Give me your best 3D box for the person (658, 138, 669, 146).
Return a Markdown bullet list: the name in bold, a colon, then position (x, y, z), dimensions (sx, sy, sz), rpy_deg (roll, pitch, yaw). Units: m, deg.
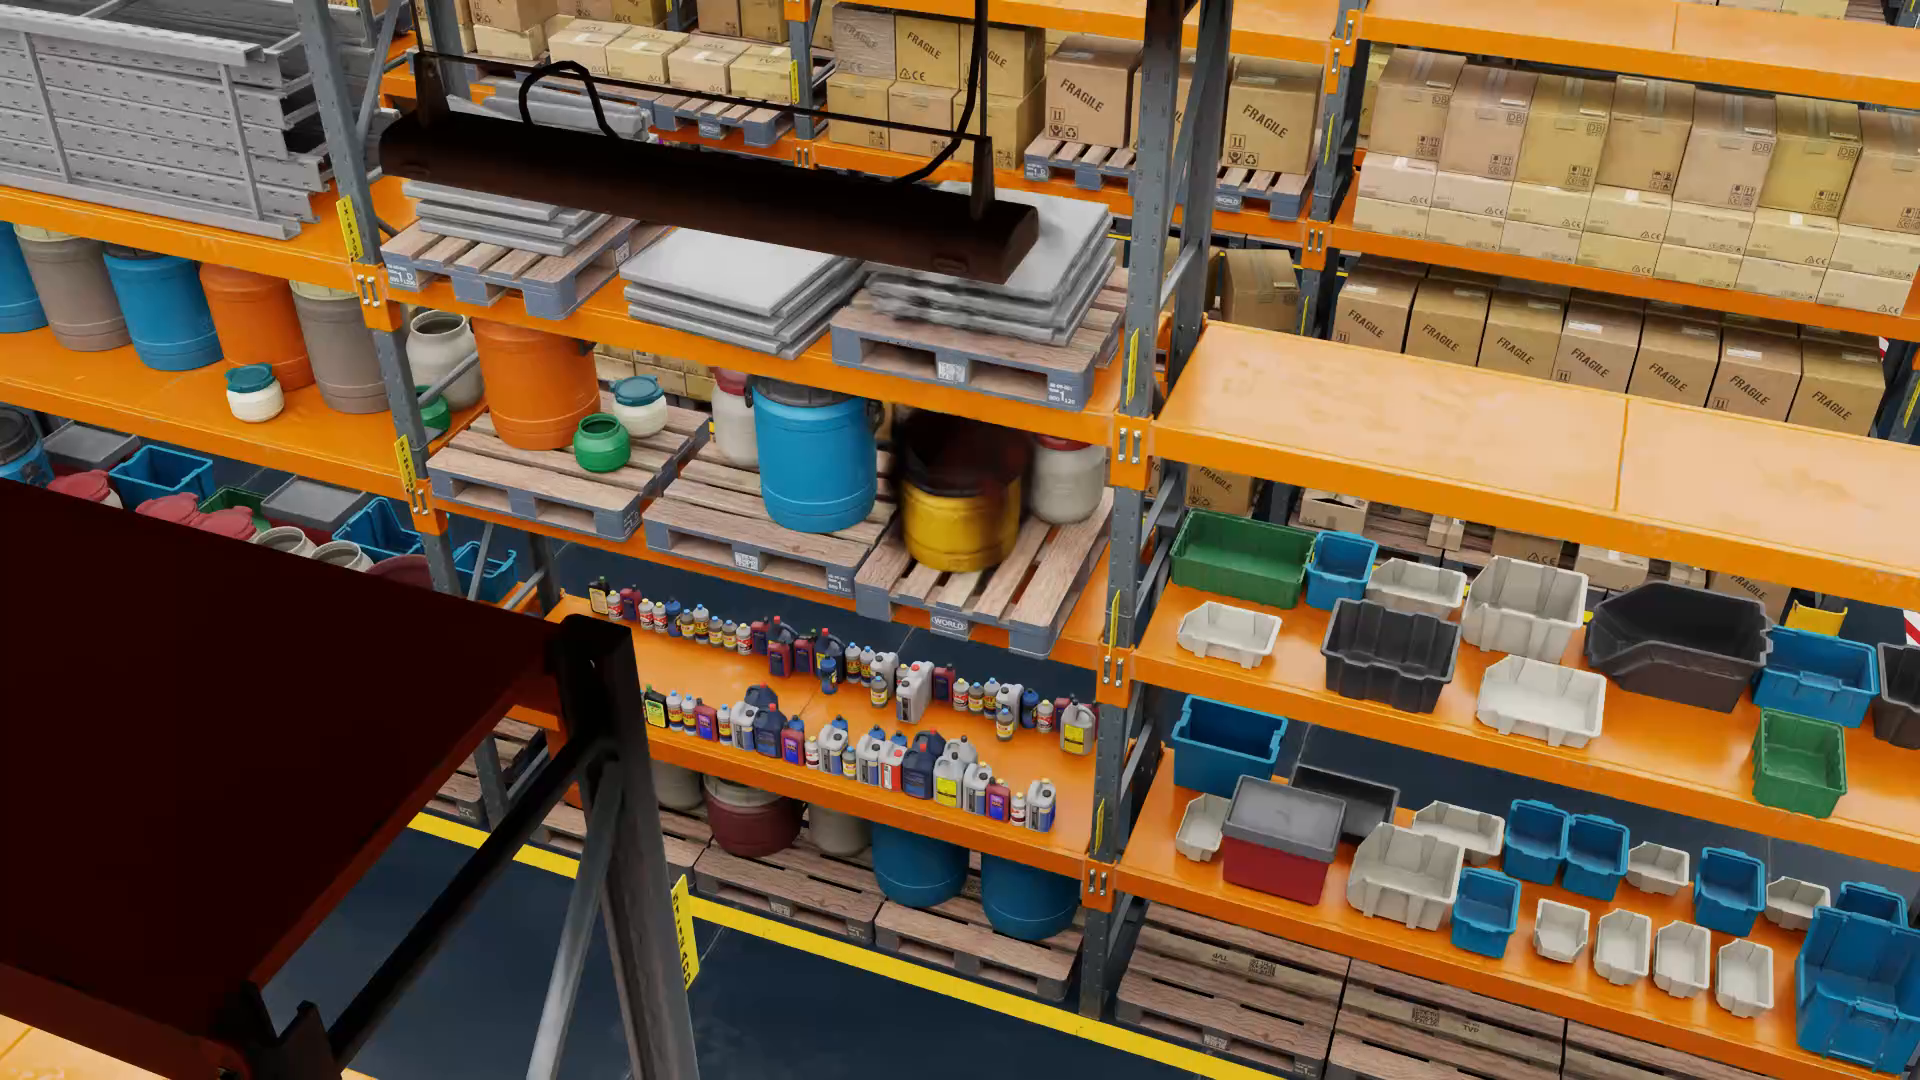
- **person**: position (-3.043, -3.689, 16.967), dimensions (0.614, 1.695, 0.700), rpy_deg (-13, 38, -17)
